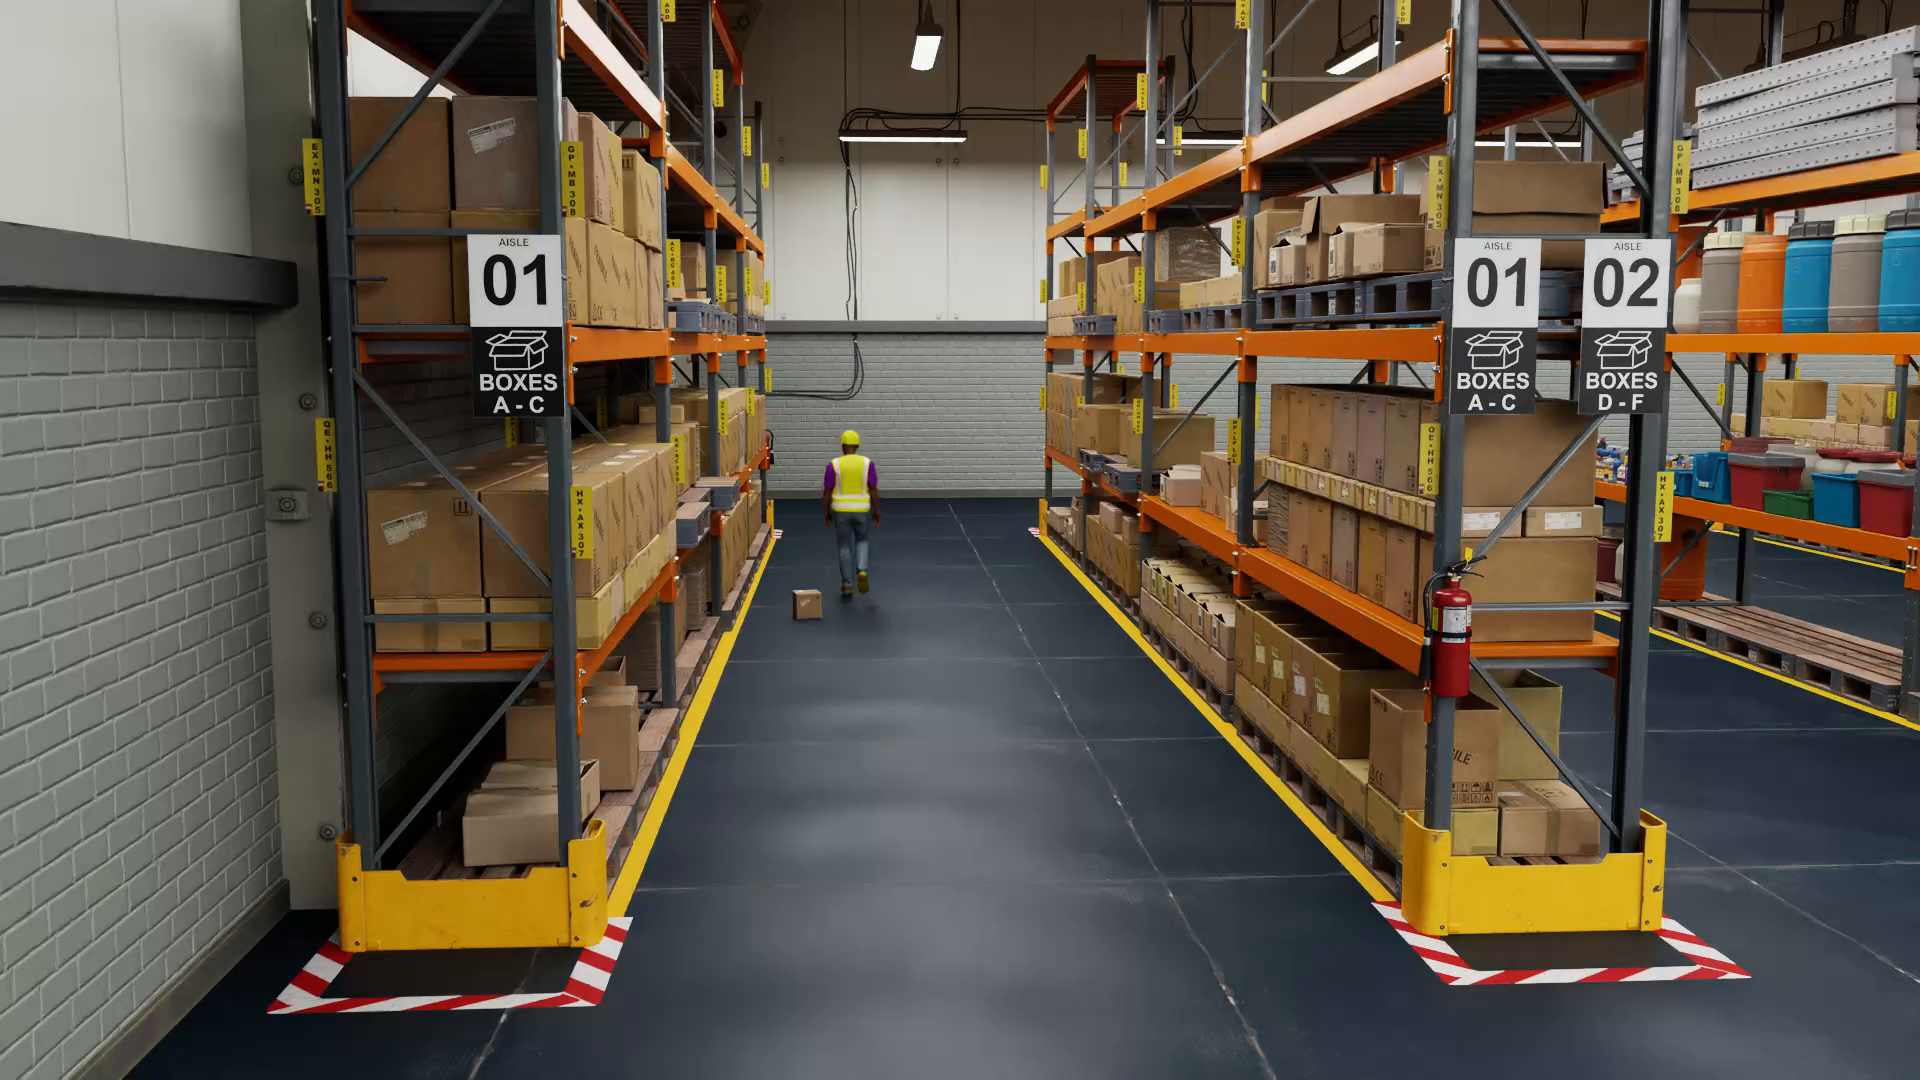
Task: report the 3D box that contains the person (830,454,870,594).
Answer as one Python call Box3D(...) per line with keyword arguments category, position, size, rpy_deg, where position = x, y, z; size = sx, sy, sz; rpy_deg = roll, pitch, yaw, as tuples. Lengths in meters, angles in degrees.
Box3D(category="person", position=(8.009, -0.440, 13.223), size=(15.830, 3.178, 14.058), rpy_deg=(-2, 7, -15))
